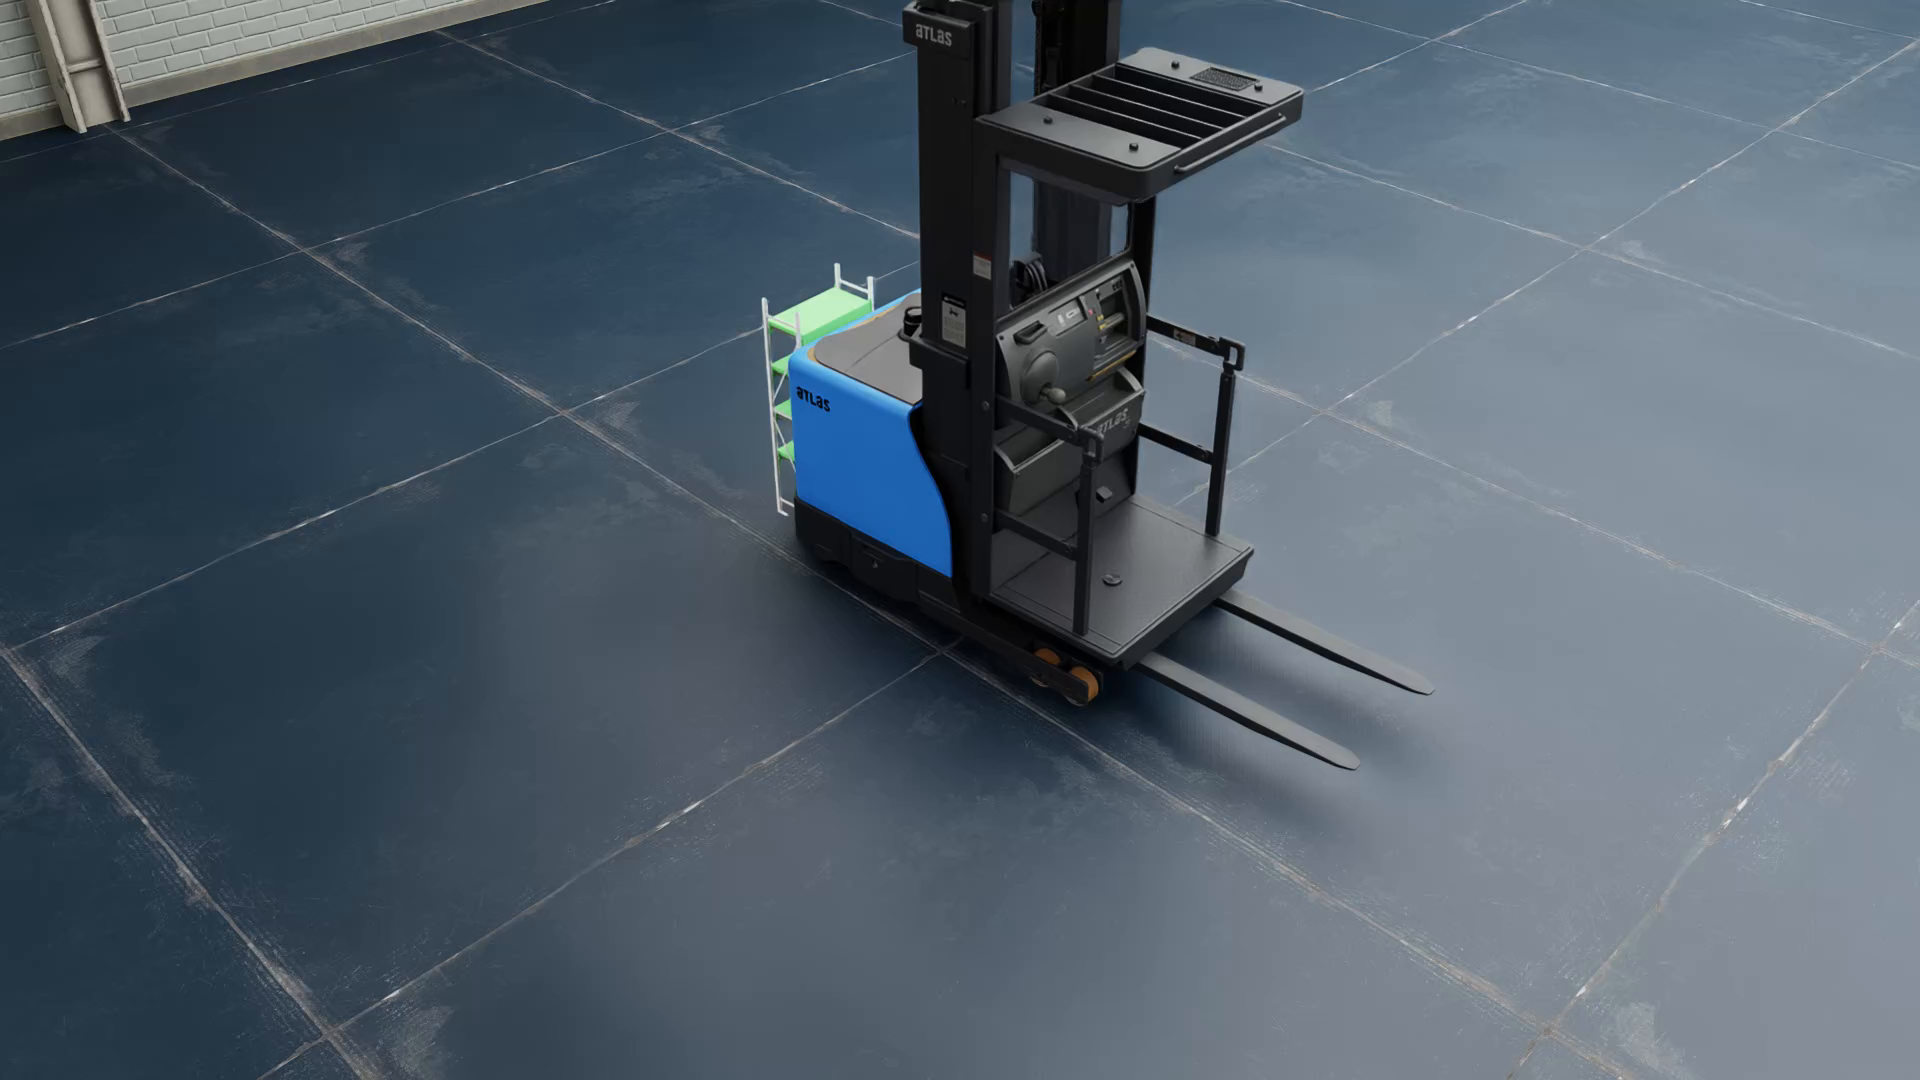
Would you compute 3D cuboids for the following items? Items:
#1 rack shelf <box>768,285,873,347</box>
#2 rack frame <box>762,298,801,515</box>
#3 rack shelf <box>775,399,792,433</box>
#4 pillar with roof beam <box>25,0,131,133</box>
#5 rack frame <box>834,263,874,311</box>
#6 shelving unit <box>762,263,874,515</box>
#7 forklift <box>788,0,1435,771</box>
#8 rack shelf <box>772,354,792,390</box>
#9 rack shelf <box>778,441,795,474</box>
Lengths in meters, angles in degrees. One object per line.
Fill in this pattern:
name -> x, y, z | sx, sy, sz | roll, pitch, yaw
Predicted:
rack shelf -> -0.673, -1.041, 7.967 | 0.258, 0.148, 0.480 | 26, 43, 32
rack frame -> -0.832, -0.594, 8.053 | 0.240, 1.200, 0.015 | 26, 43, 32
rack shelf -> -0.673, -0.648, 8.242 | 0.258, 0.148, 0.480 | 26, 43, 32
pillar with roof beam -> -3.641, -5.205, 7.847 | 9.100, 9.000, 0.400 | 30, 45, 35
rack frame -> -0.514, -0.806, 8.357 | 0.240, 1.200, 0.015 | 26, 43, 32
shelving unit -> -0.673, -0.700, 8.205 | 0.258, 1.200, 0.503 | 26, 43, 32
forklift -> 0.636, -0.825, 6.871 | 3.031, 2.935, 1.130 | 27, 43, 33
rack shelf -> -0.673, -0.845, 8.104 | 0.258, 0.148, 0.480 | 26, 43, 32
rack shelf -> -0.673, -0.451, 8.379 | 0.258, 0.148, 0.480 | 26, 43, 32
